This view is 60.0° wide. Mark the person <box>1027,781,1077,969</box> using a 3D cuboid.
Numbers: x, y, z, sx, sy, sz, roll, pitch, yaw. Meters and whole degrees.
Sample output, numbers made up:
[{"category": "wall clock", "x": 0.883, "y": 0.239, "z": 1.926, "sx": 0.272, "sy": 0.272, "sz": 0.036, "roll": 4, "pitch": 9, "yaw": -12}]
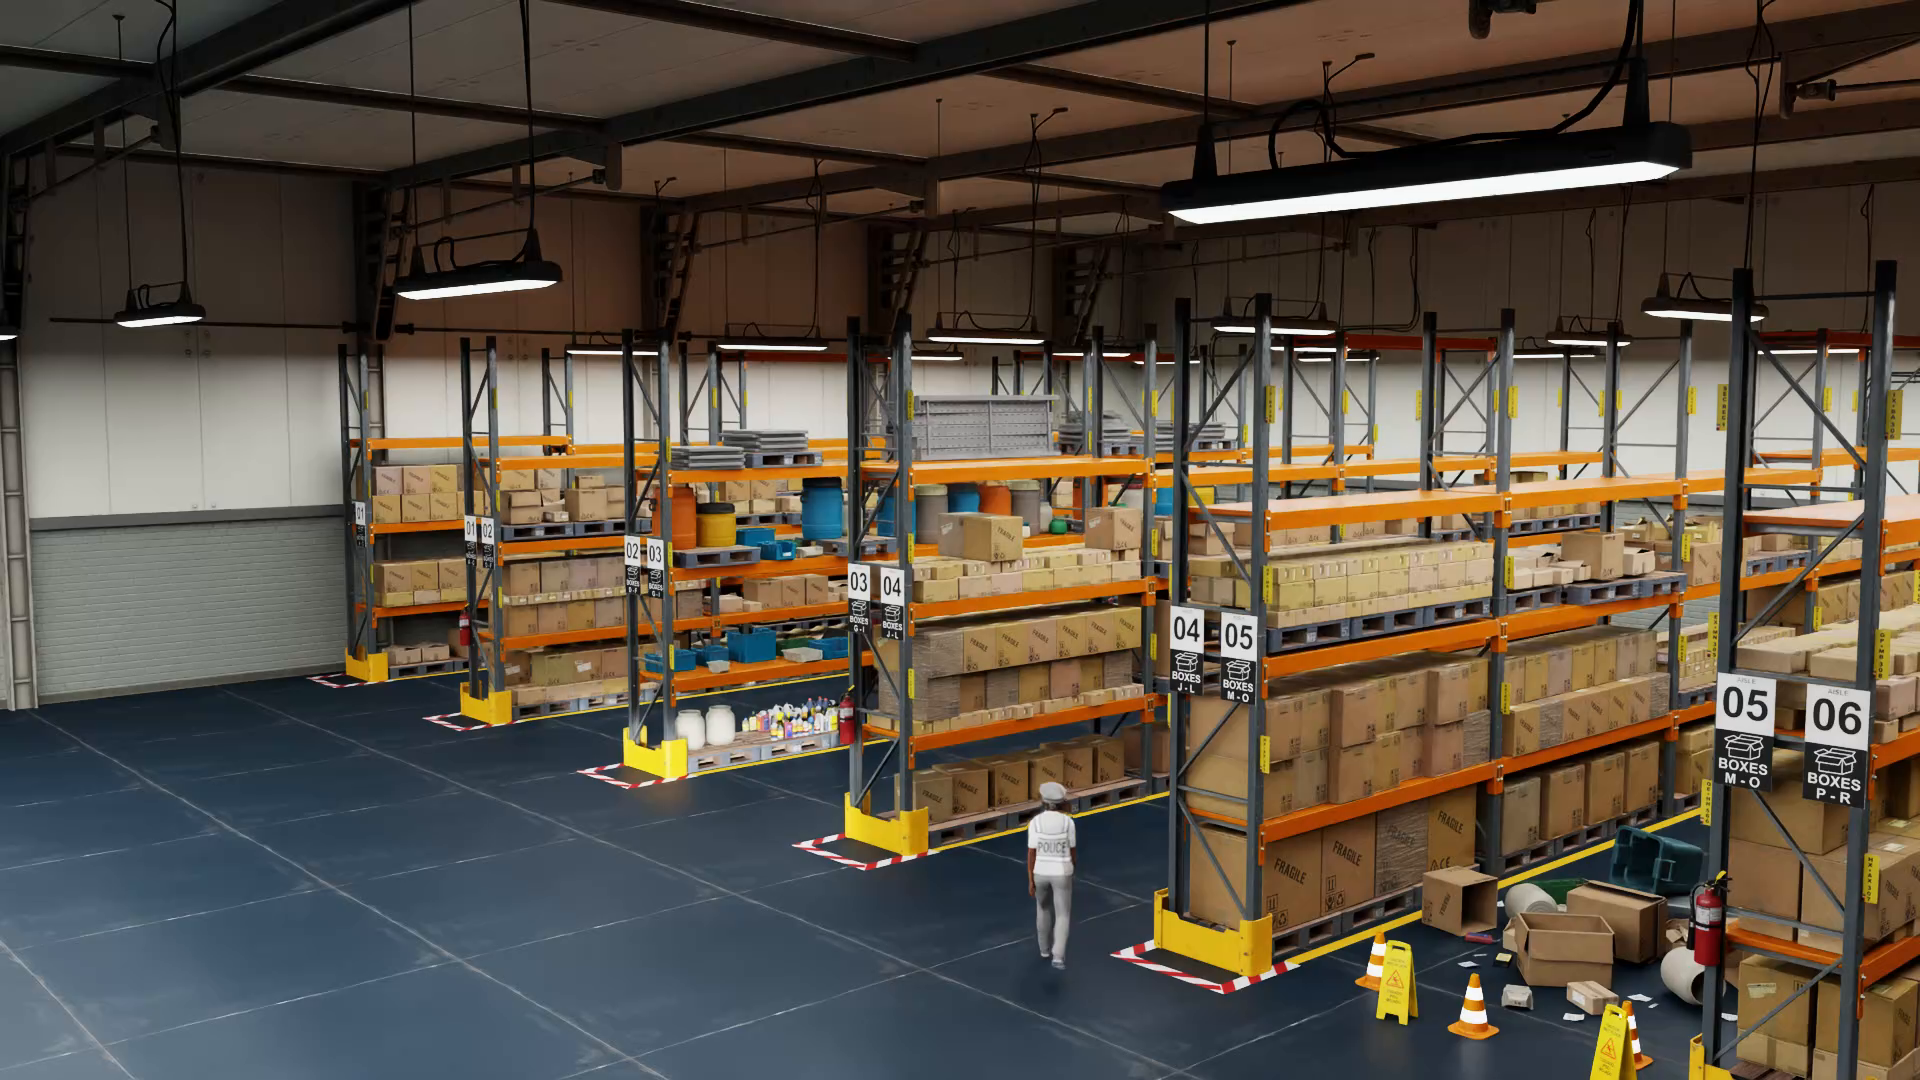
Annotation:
[{"category": "person", "x": 0.821, "y": 3.003, "z": 14.888, "sx": 0.438, "sy": 1.646, "sz": 0.963, "roll": 1, "pitch": 5, "yaw": 7}]

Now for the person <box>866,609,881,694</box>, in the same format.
[{"category": "person", "x": -1.353, "y": 1.682, "z": 26.819, "sx": 0.792, "sy": 1.684, "sz": 0.675, "roll": -4, "pitch": 7, "yaw": -40}]
